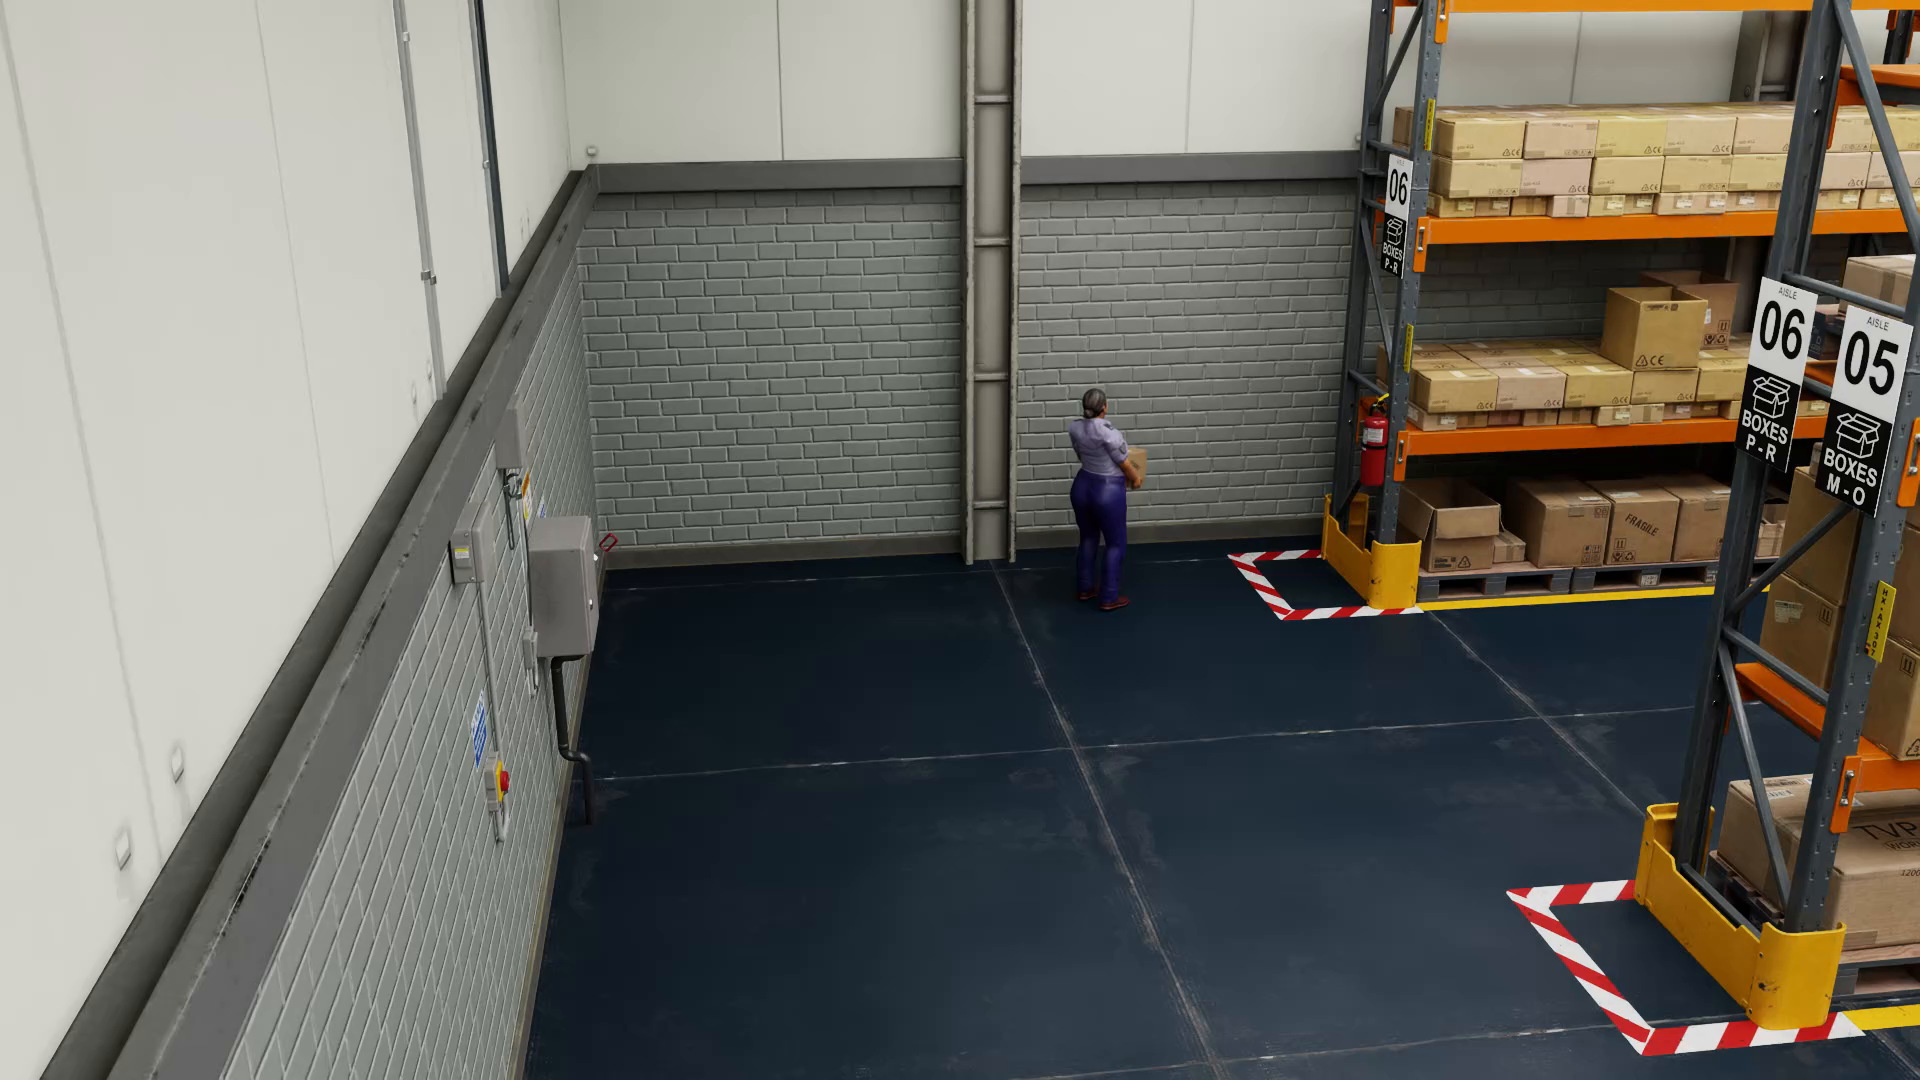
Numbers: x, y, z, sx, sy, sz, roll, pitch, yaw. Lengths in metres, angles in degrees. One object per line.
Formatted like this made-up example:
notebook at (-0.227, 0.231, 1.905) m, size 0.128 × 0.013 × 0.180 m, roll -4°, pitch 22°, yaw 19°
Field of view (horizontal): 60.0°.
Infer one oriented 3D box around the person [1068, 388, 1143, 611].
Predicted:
person at (1.047, -0.321, 12.006) m, size 0.452 × 1.622 × 0.517 m, roll 17°, pitch 26°, yaw 38°
